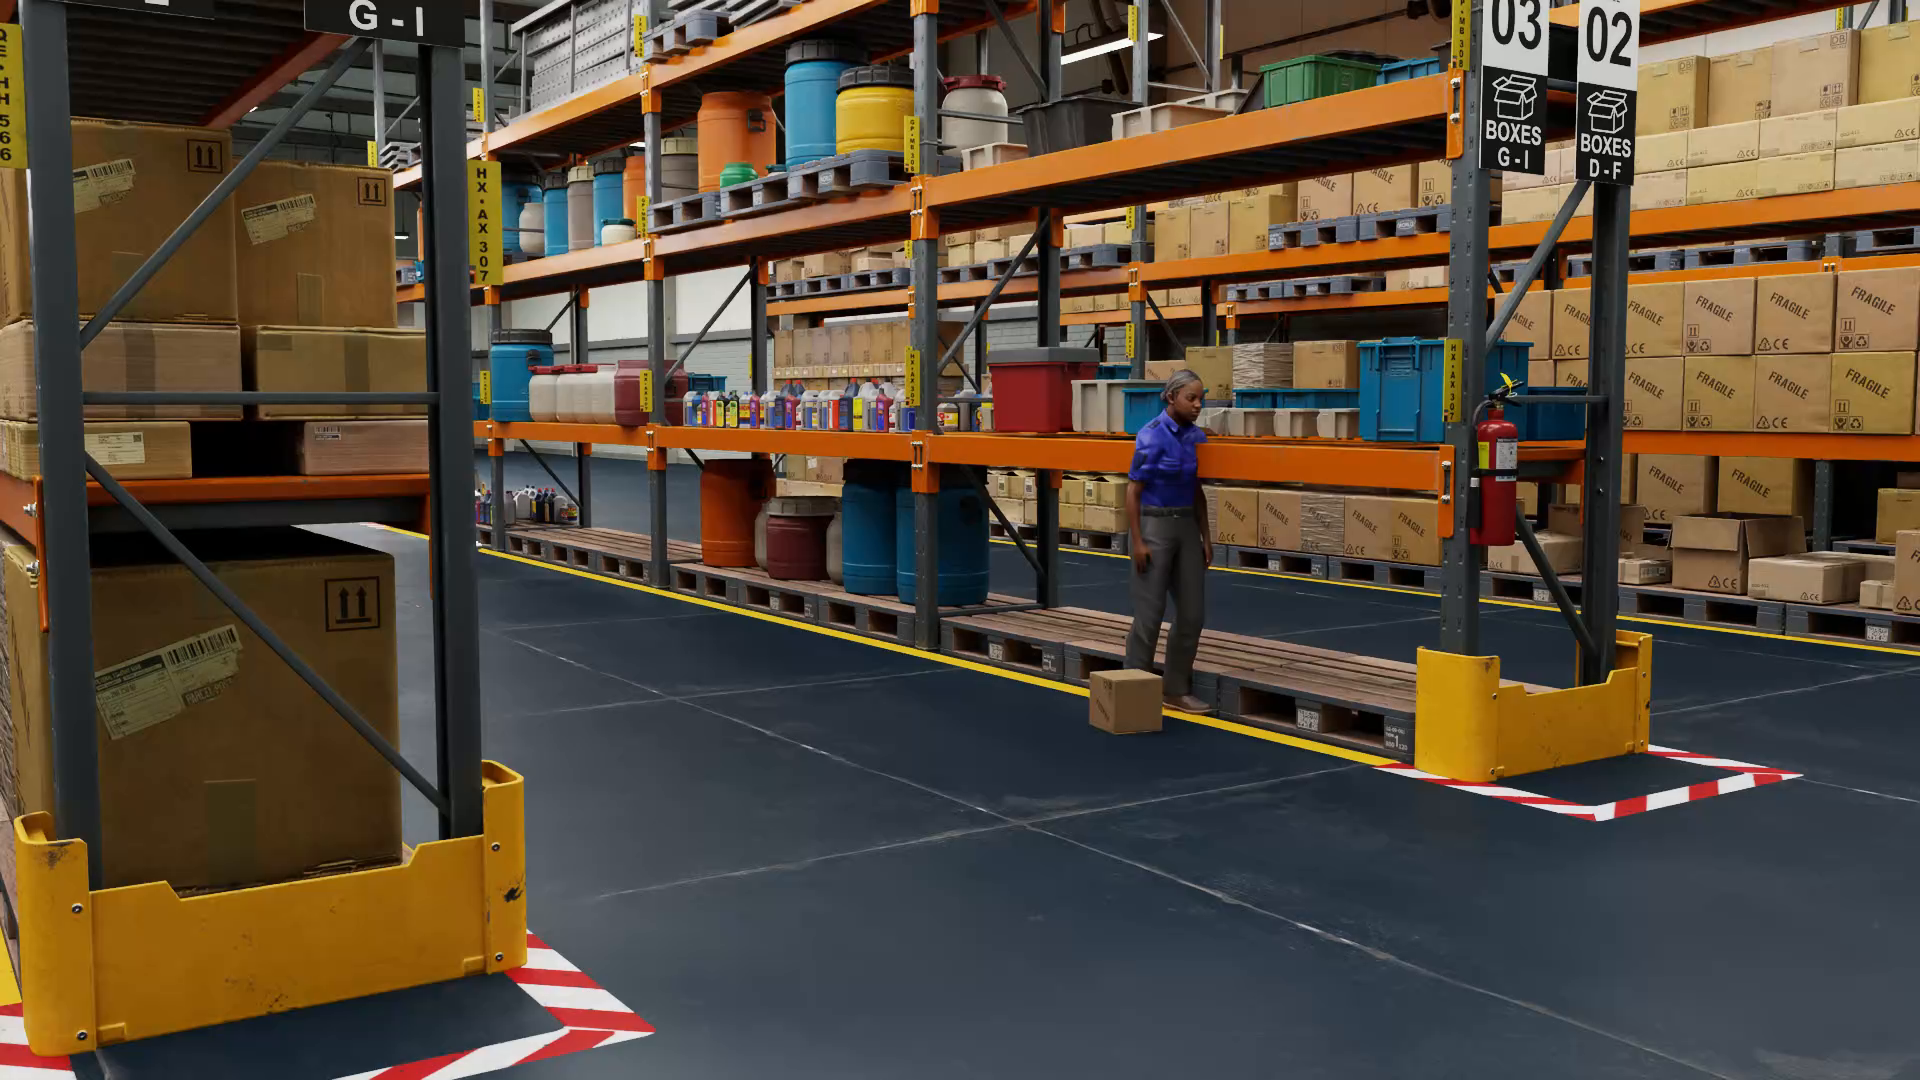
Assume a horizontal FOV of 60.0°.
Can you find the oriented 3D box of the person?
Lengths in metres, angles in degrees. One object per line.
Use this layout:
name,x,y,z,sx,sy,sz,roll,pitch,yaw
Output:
person,1.000,0.014,7.947,0.521,1.654,0.352,-3,6,-35
